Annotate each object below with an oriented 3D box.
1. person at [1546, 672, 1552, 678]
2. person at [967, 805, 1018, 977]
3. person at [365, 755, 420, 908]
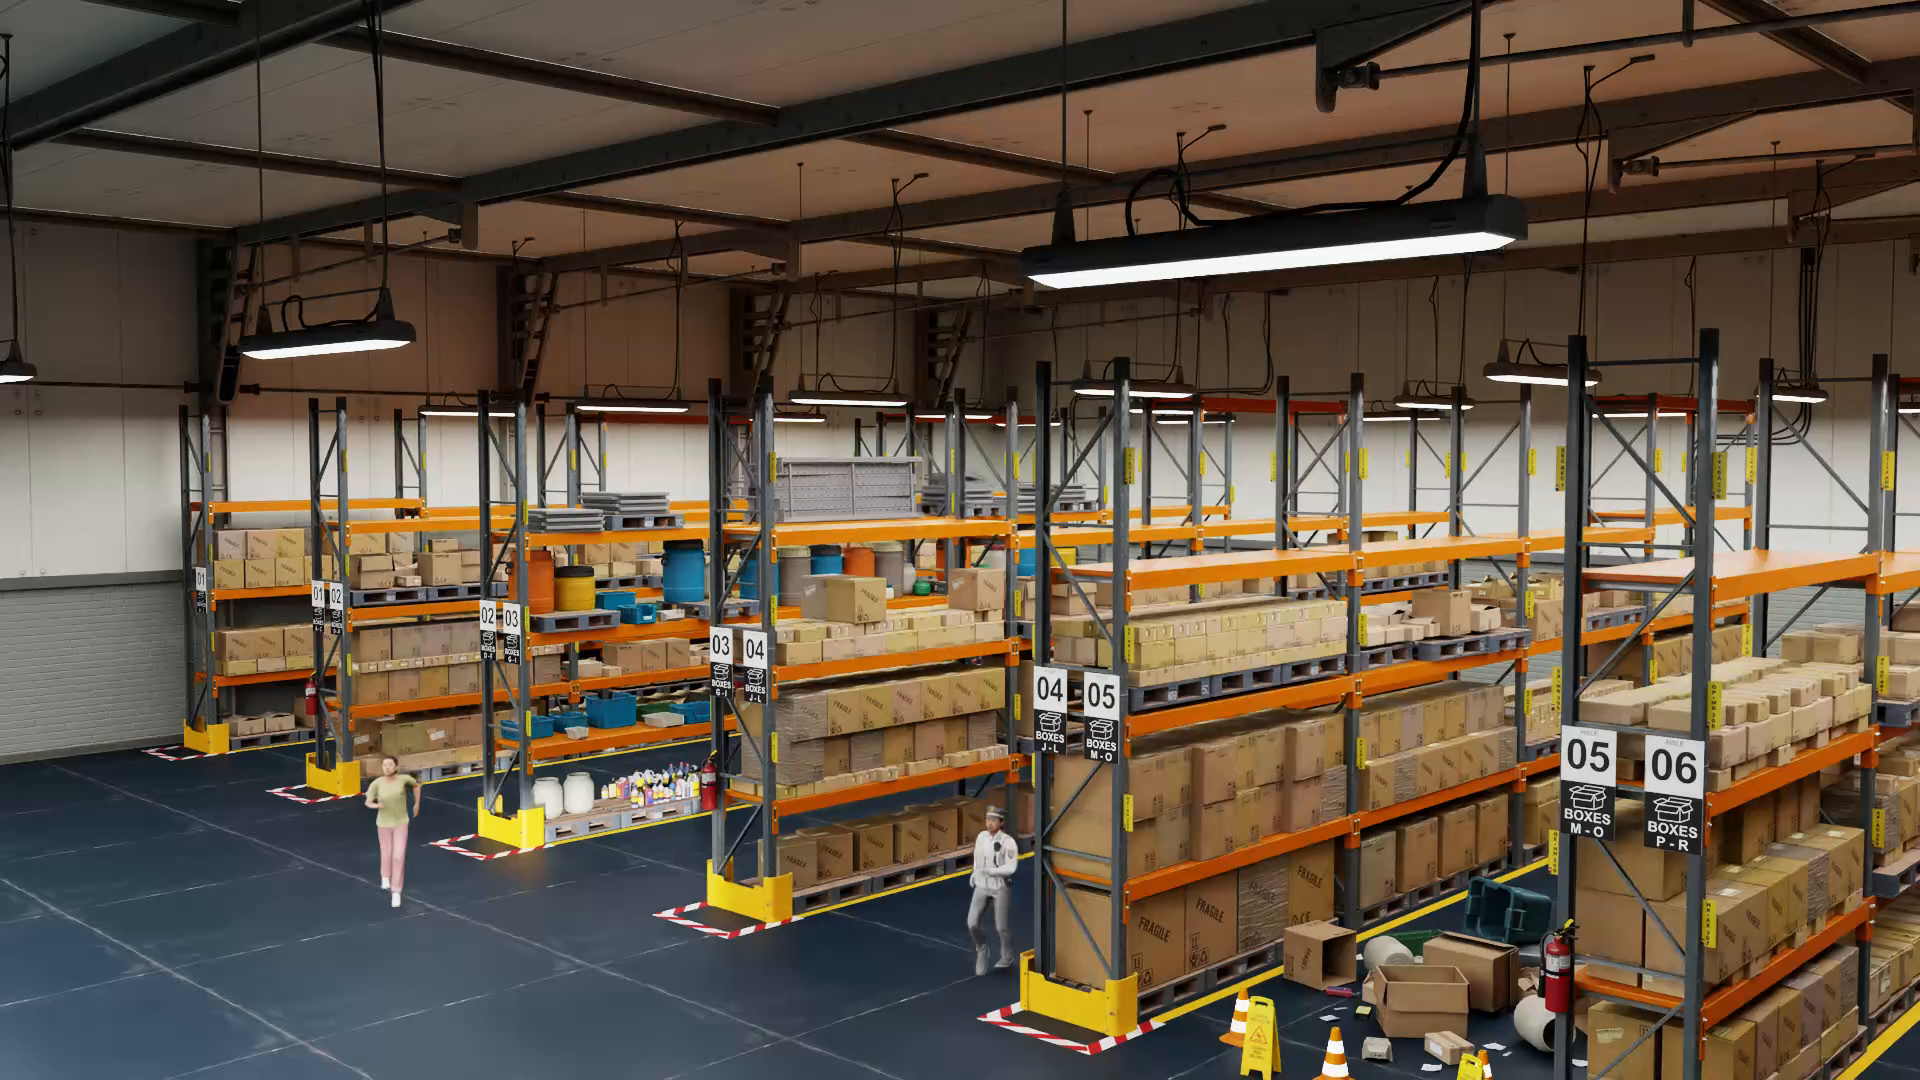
[{"bbox_3d":[9.539,2.946,26.645,0.929,1.681,0.611,-3,4,-41],"label":"person"},{"bbox_3d":[0.310,3.454,16.409,0.579,1.706,0.685,2,3,27],"label":"person"},{"bbox_3d":[-6.566,3.314,19.262,0.584,1.708,0.901,-1,3,-13],"label":"person"}]
